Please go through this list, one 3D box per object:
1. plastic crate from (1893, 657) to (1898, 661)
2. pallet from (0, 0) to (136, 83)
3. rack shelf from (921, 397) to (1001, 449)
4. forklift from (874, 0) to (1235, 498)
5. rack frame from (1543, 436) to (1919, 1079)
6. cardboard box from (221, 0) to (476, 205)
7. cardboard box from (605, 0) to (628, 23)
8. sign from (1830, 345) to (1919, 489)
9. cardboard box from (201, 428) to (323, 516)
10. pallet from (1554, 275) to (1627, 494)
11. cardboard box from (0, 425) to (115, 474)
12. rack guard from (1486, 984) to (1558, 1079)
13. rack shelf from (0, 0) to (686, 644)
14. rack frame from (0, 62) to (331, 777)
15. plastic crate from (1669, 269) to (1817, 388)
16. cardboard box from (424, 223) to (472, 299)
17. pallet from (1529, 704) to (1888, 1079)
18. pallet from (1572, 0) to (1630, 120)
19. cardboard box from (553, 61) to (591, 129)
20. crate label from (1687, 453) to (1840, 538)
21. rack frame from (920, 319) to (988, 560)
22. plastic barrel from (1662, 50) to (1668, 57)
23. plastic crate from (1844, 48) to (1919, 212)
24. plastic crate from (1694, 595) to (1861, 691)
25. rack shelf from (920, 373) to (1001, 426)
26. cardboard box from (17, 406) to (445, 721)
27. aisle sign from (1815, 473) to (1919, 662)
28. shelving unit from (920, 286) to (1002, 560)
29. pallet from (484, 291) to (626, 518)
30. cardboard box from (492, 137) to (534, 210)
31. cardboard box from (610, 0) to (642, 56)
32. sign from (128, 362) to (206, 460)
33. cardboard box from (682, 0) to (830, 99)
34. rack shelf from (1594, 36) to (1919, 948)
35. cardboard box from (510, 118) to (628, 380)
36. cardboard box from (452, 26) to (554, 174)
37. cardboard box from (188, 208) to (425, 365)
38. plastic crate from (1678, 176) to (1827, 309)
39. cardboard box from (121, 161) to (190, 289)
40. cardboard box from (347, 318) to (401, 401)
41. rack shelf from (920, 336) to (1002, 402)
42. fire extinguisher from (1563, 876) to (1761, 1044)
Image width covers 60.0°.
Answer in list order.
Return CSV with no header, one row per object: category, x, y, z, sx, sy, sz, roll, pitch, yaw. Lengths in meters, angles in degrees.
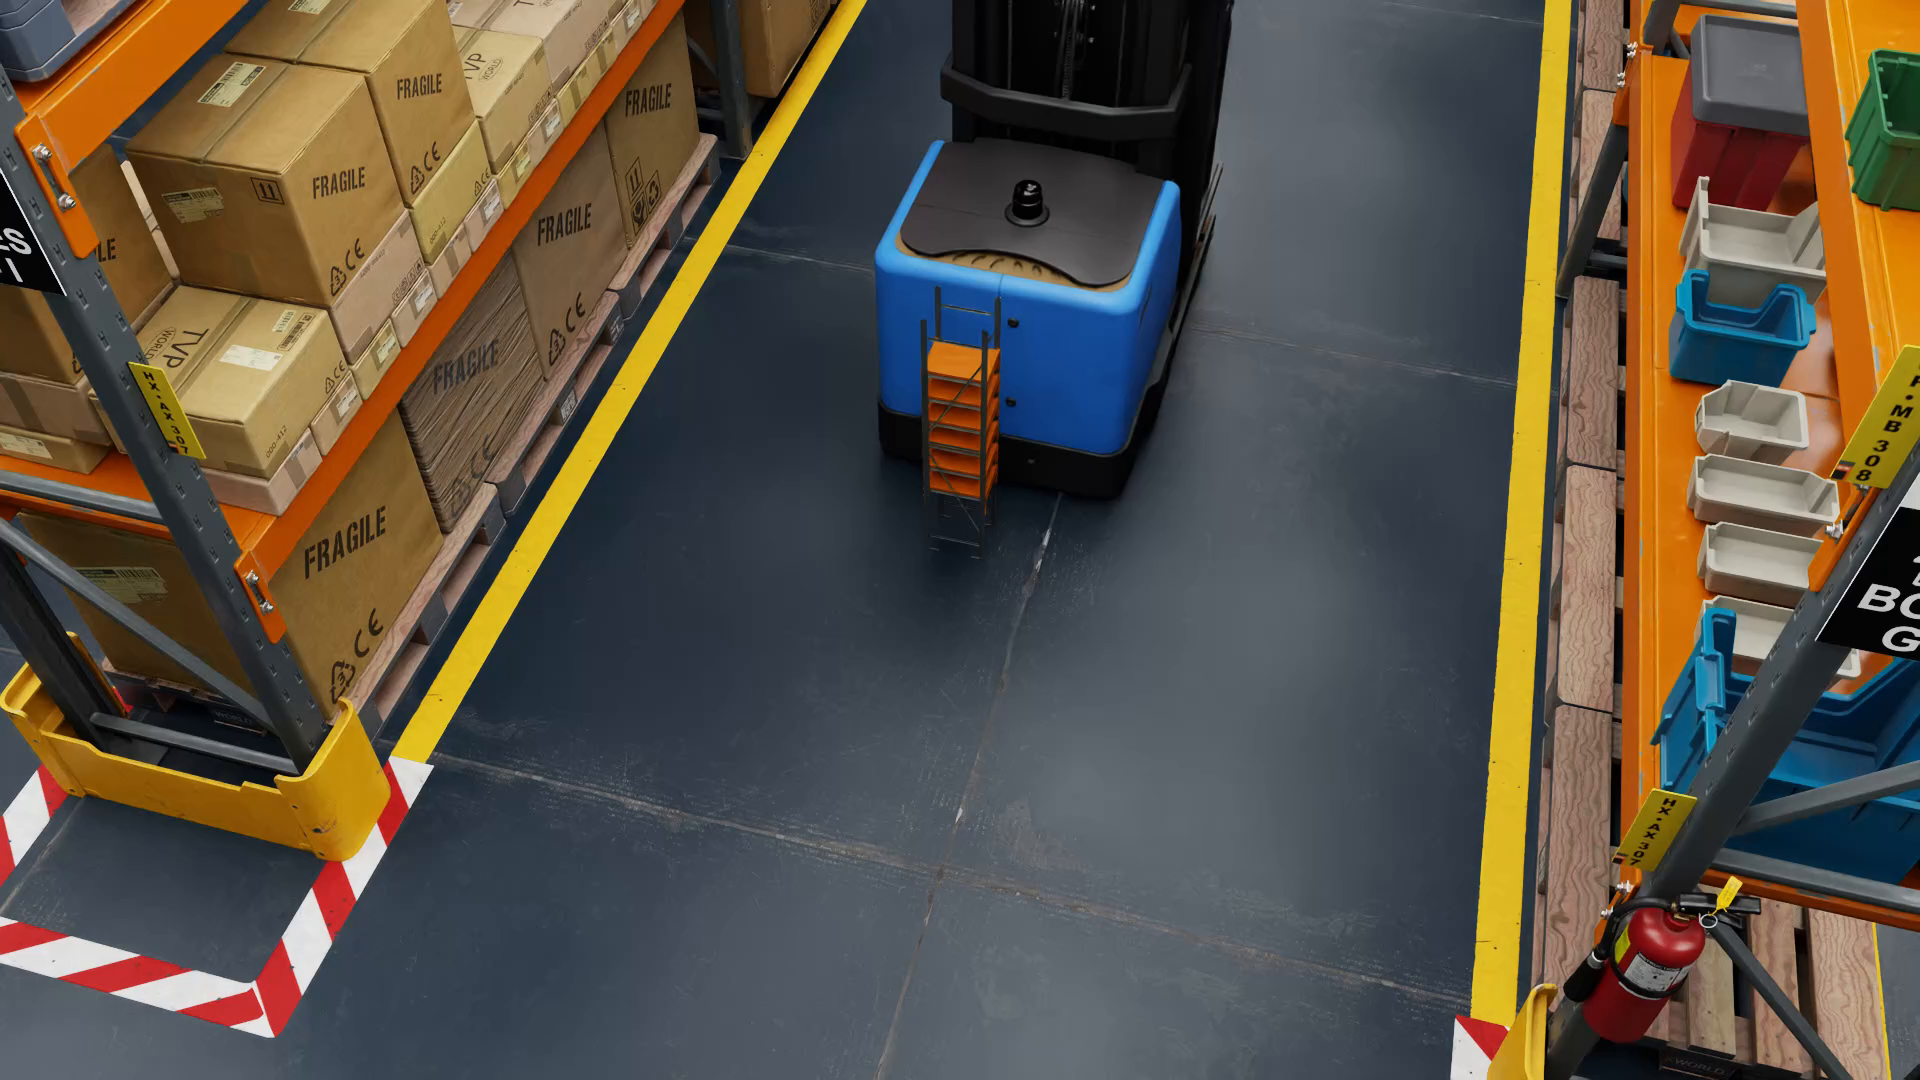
plastic crate,2.737,0.288,4.485,0.416,0.233,0.300,12,50,10
pallet,-2.412,-1.637,4.171,1.003,0.211,1.213,12,50,10
rack shelf,0.004,-0.458,6.172,0.258,0.103,0.180,12,50,10
forklift,0.574,-2.273,6.720,1.130,2.935,3.031,13,50,11
rack frame,2.178,0.842,3.925,0.949,2.616,0.053,12,50,10
cardboard box,-1.949,-1.463,5.361,0.500,0.500,0.500,10,49,9
cardboard box,-1.542,-2.331,6.627,0.500,0.250,0.500,13,50,11
sign,1.646,-0.212,2.925,0.100,0.325,0.005,12,50,10
cardboard box,-2.186,-0.243,5.051,0.380,0.149,0.250,12,50,10
pallet,3.078,-0.588,7.047,1.003,0.211,1.213,12,50,10
cardboard box,-2.821,-0.374,5.166,0.380,0.149,0.250,12,50,11
rack guard,2.187,1.690,4.844,1.175,0.500,0.348,12,50,10
rack shelf,-2.071,-1.343,6.334,1.077,0.370,4.000,12,50,10
rack frame,-2.597,-0.135,4.787,1.000,3.000,0.127,12,50,10
plastic crate,2.474,-0.658,5.321,0.416,0.233,0.300,12,50,10
cardboard box,-1.917,-0.987,5.707,0.380,0.149,0.250,11,49,9
pallet,2.435,1.176,5.490,1.003,0.211,1.213,12,50,10
pallet,3.796,-2.563,8.790,1.003,0.211,1.213,12,50,10
cardboard box,-1.647,-1.730,6.363,0.380,0.149,0.250,11,49,9
crate label,2.361,-0.129,4.918,0.396,0.136,0.243,12,50,10
rack frame,-0.020,-0.341,6.170,0.240,1.200,0.006,12,50,10
plastic barrel,3.580,-2.398,7.904,0.600,0.901,0.708,12,50,10
plastic crate,2.165,-0.850,3.559,0.450,0.188,0.336,12,50,10
plastic crate,2.221,0.284,4.553,0.396,0.136,0.243,12,50,10
rack shelf,0.004,-0.537,6.082,0.258,0.103,0.180,12,50,10
cardboard box,-2.506,-0.049,5.849,0.875,0.875,0.875,12,50,10
aisle sign,1.879,-0.023,2.955,0.394,0.787,0.004,12,50,10
shelving unit,0.004,-0.407,6.228,0.258,1.200,0.189,12,50,10
pallet,-2.139,-0.686,7.133,1.003,0.211,1.213,12,50,10
cardboard box,-1.782,-1.356,6.033,0.380,0.149,0.250,10,49,9
cardboard box,-1.512,-2.102,6.691,0.380,0.149,0.250,12,50,11
sign,-2.064,-0.334,4.332,0.100,0.325,0.005,12,50,10
cardboard box,-1.396,-2.931,8.392,1.225,0.875,0.875,12,50,10
rack shelf,2.707,-0.366,5.471,1.077,0.370,4.000,12,50,10
cardboard box,-2.032,-1.351,6.998,0.875,0.875,0.875,12,50,10
cardboard box,-1.812,-1.596,5.978,0.500,0.250,0.500,11,49,9
cardboard box,-2.080,-0.855,5.324,0.500,0.250,0.500,11,49,10
plastic crate,2.654,-0.963,5.557,0.437,0.282,0.530,12,50,10
cardboard box,-2.592,-0.953,5.411,0.500,0.250,0.500,11,49,9
cardboard box,-2.052,-0.615,5.378,0.380,0.149,0.250,11,49,9
rack shelf,0.004,-0.616,5.992,0.258,0.103,0.180,12,50,10
fire extinguisher,1.703,1.011,4.076,0.296,0.674,0.183,12,50,10
